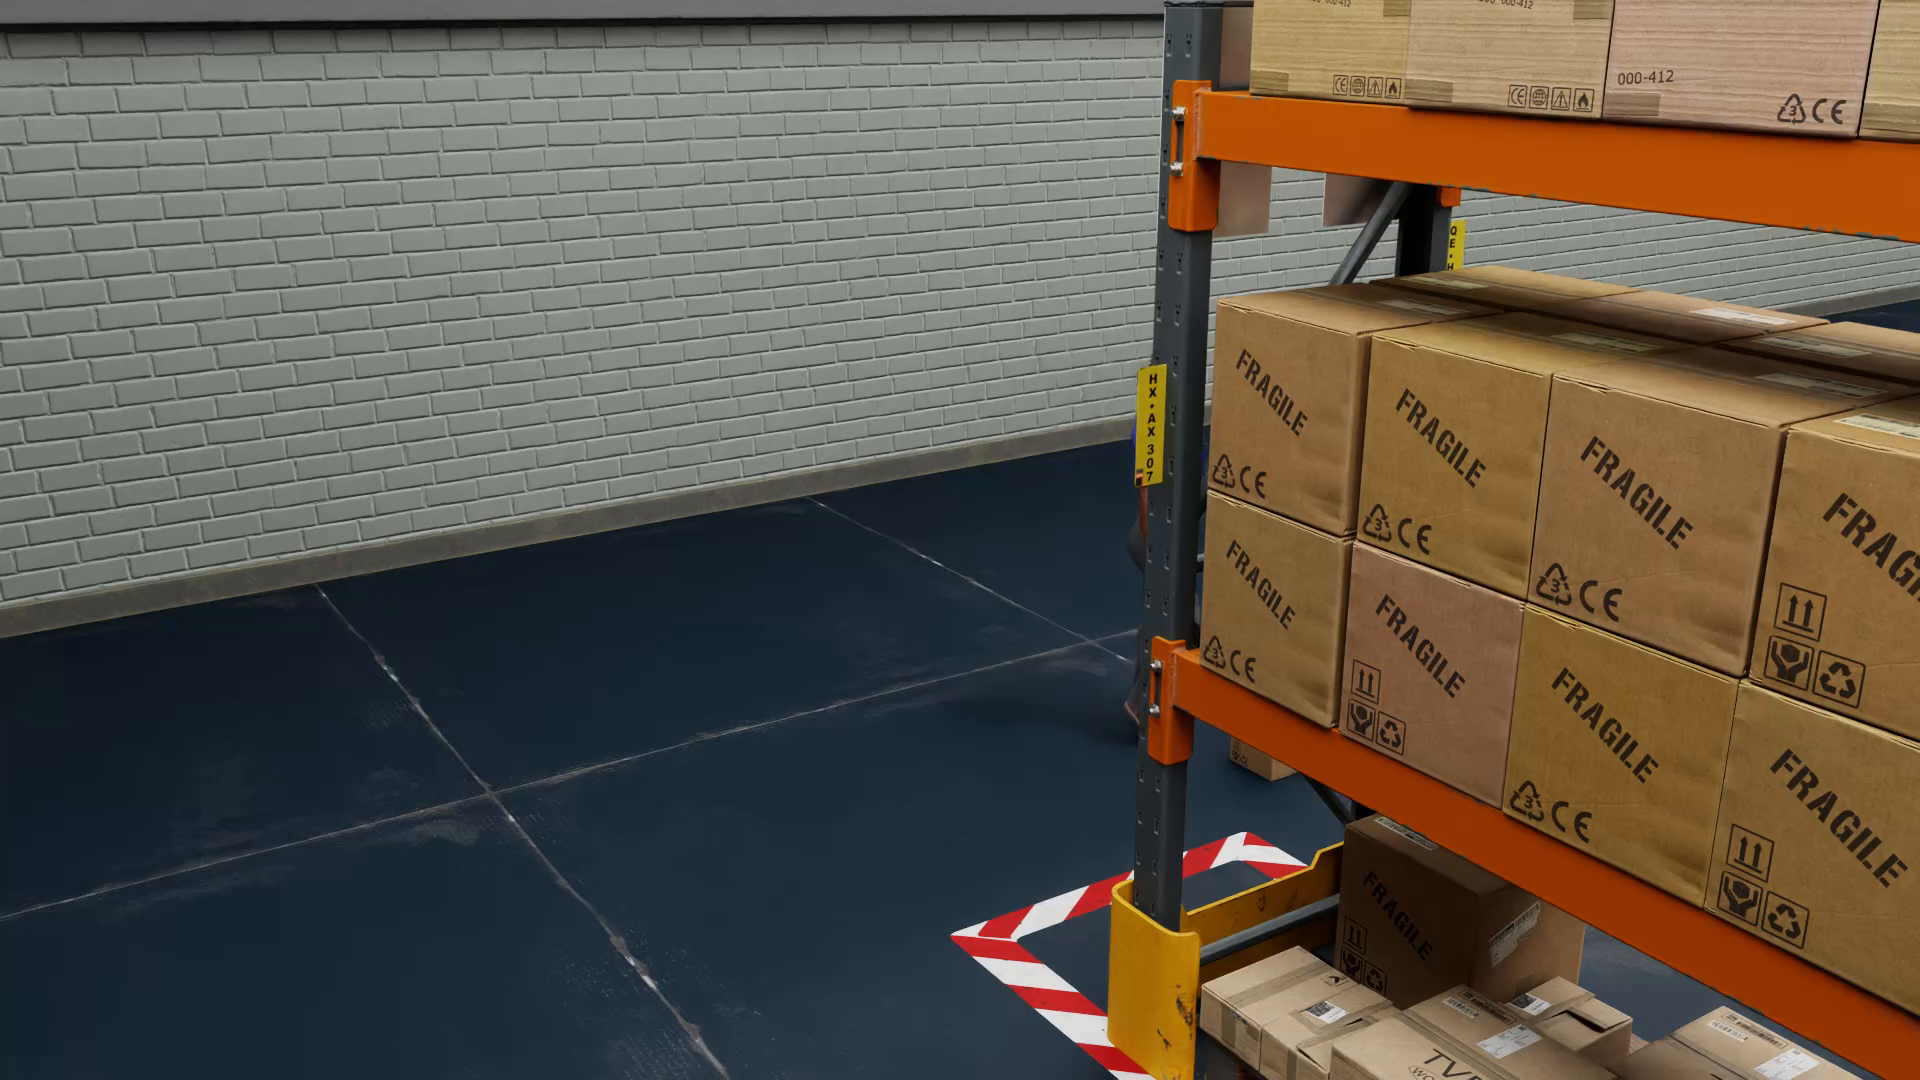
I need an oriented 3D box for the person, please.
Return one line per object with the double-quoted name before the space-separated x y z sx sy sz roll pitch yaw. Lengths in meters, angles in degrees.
"person" 0.896 0.028 7.016 0.374 1.700 0.513 7 19 20
